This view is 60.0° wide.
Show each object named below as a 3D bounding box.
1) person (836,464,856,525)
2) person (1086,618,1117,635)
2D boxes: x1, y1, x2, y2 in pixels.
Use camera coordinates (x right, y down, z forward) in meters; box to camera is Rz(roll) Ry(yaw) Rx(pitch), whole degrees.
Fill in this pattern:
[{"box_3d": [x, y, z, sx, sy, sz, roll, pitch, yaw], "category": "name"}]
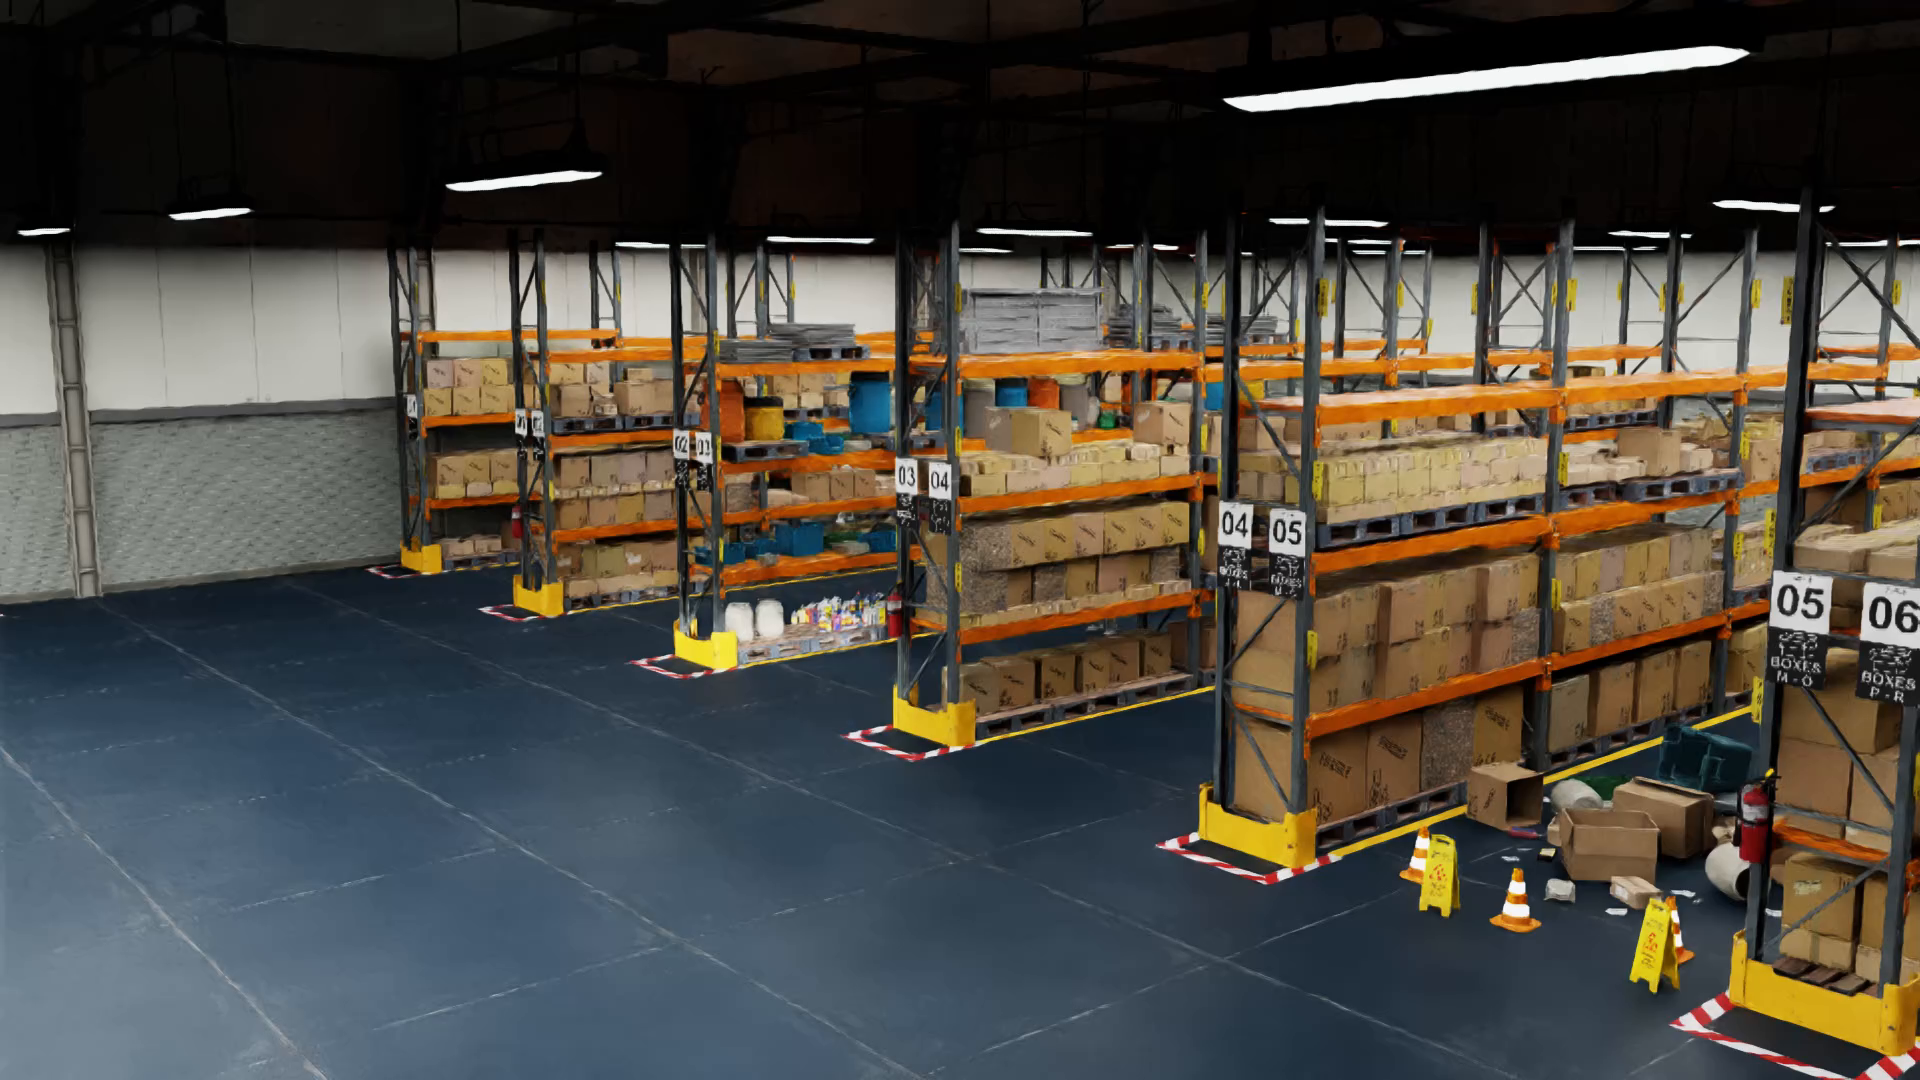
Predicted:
[{"box_3d": [-2.431, -0.998, 34.511, 0.502, 1.634, 0.857, 8, 12, 41], "category": "person"}, {"box_3d": [2.078, 0.820, 24.652, 0.465, 1.175, 0.437, -8, 12, -41], "category": "person"}]
